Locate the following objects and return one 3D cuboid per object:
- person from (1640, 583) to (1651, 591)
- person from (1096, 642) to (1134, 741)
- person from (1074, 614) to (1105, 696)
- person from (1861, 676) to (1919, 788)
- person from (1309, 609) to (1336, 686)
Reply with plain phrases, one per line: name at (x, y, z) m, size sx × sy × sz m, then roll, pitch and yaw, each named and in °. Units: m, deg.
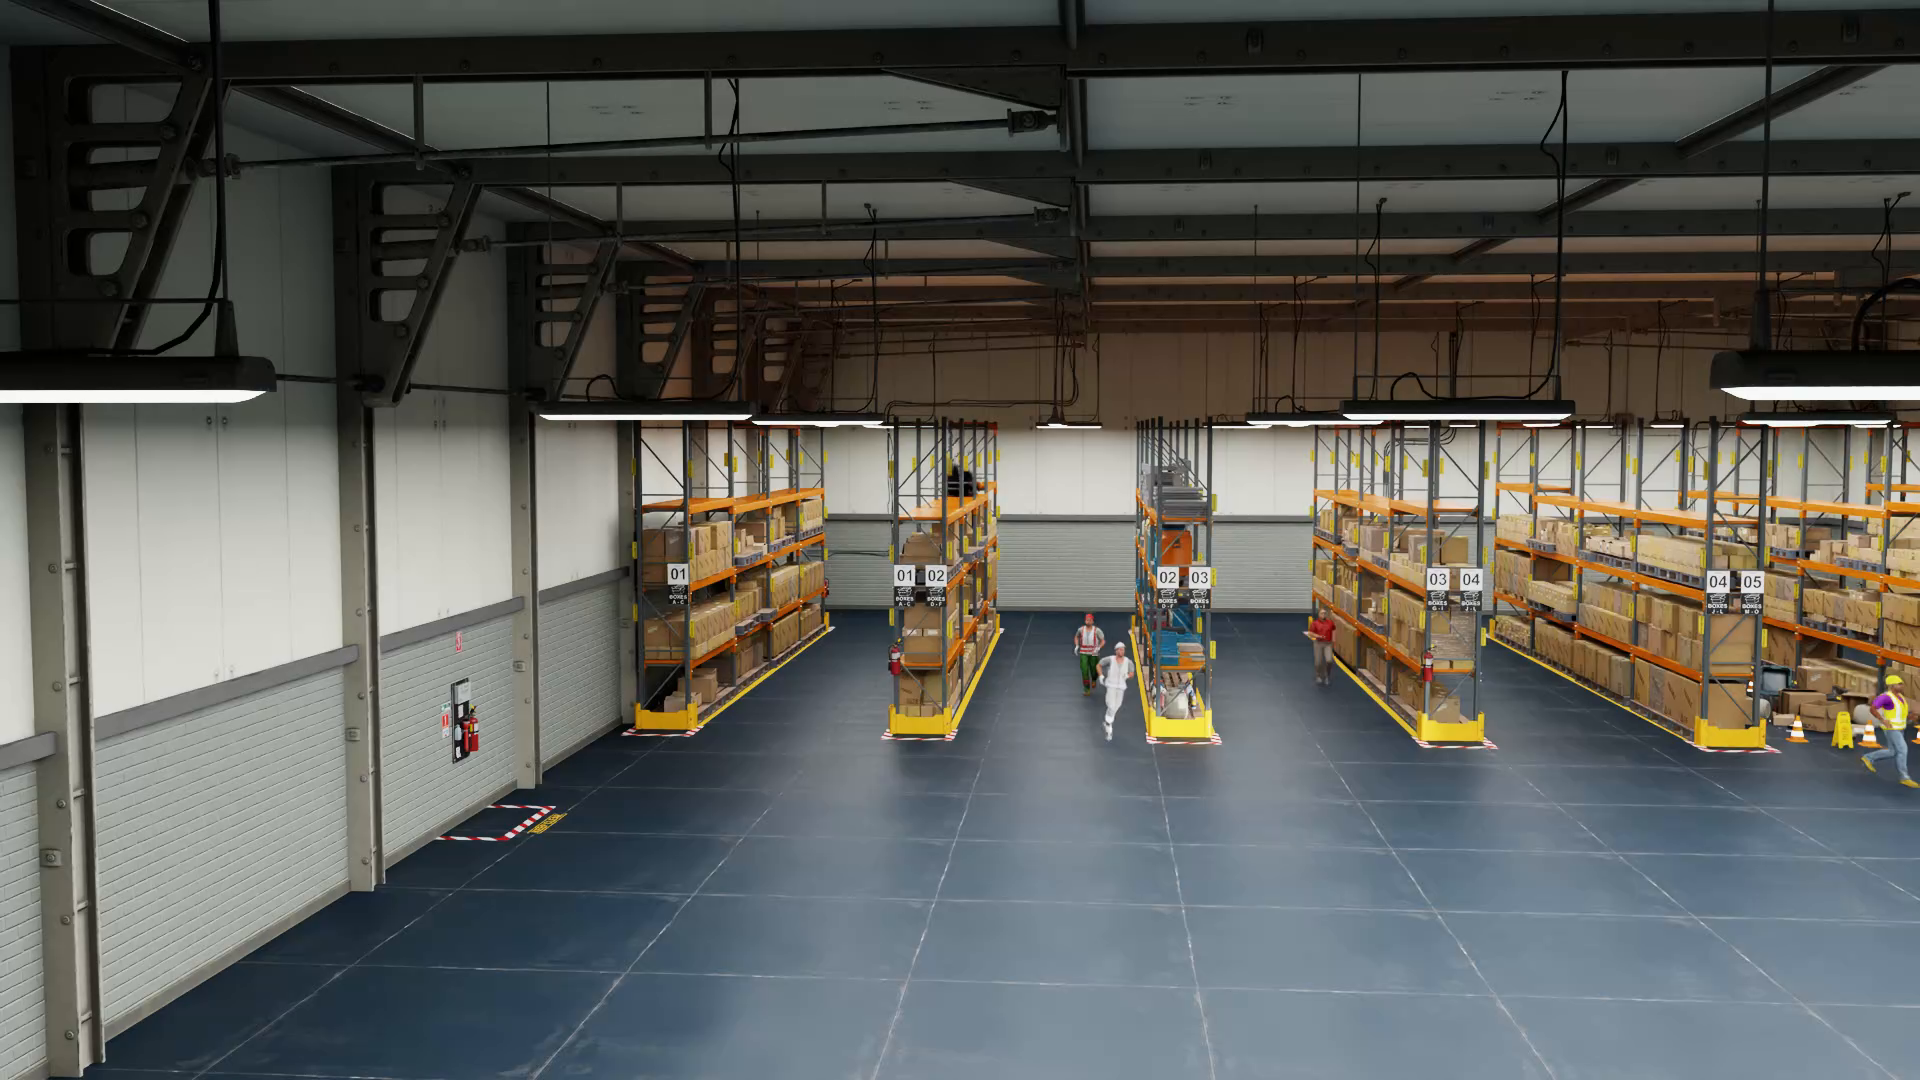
person at (19.509, 1.824, 47.318) m, size 0.836 × 1.705 × 0.497 m, roll 1°, pitch 4°, yaw 9°
person at (2.928, 2.821, 31.181) m, size 0.682 × 1.841 × 0.763 m, roll -1°, pitch 4°, yaw -13°
person at (2.810, 2.476, 36.152) m, size 0.688 × 1.763 × 0.880 m, roll 1°, pitch 4°, yaw 11°
person at (15.156, 3.082, 27.056) m, size 0.699 × 1.766 × 0.933 m, roll -3°, pitch 5°, yaw -41°
person at (8.192, 2.425, 37.482) m, size 0.640 × 1.738 × 0.702 m, roll 0°, pitch 4°, yaw 5°
